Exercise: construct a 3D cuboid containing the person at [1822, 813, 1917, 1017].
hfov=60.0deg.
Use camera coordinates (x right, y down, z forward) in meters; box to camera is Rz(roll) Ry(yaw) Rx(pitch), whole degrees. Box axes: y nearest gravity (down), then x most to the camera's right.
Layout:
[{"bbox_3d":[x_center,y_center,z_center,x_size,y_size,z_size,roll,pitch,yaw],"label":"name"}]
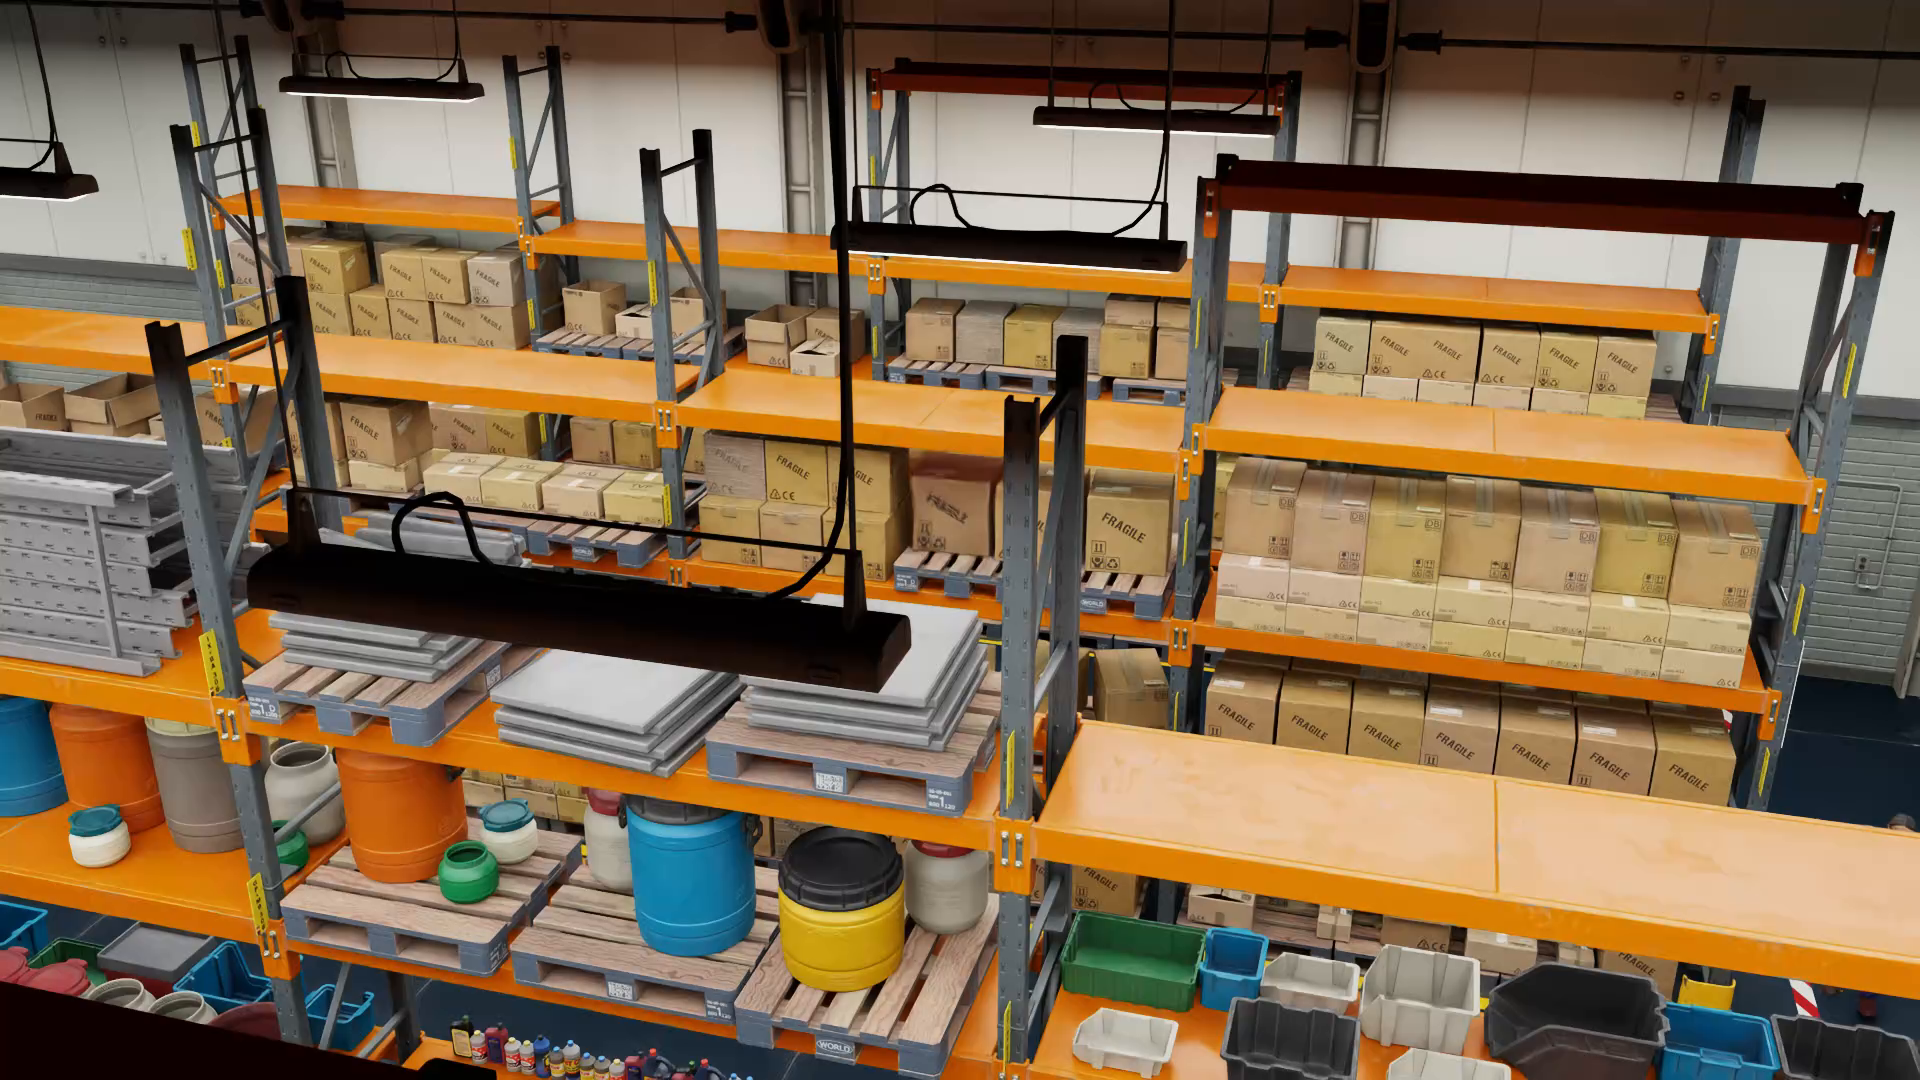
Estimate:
[{"bbox_3d":[6.692,2.704,12.113,0.527,1.672,0.419,11,25,25],"label":"person"}]
